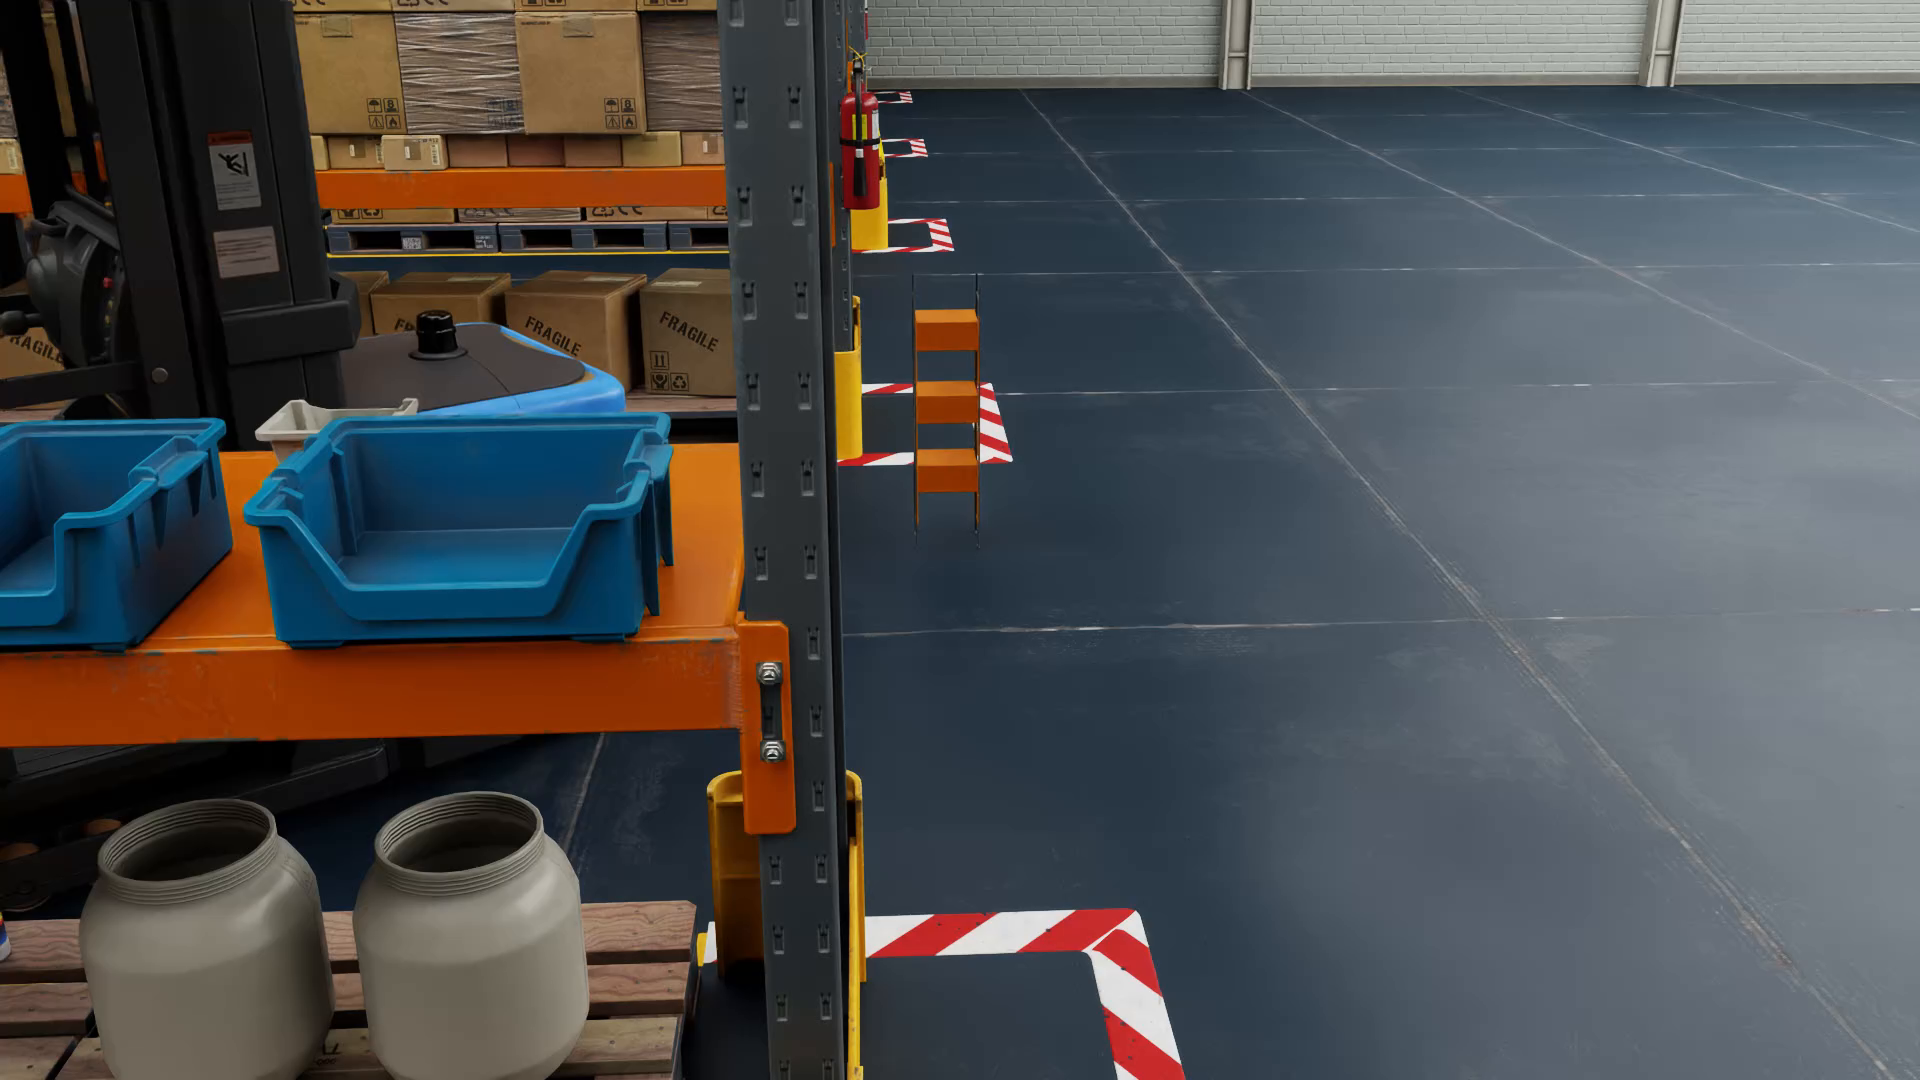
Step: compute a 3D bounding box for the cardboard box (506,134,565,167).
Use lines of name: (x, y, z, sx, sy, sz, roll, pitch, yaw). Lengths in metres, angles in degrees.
cardboard box: (-1.849, -1.761, 7.384, 0.250, 0.149, 0.380, -1, 21, -3)

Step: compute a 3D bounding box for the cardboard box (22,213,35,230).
cardboard box: (-6.331, -2.741, 12.175, 0.750, 0.750, 1.050, -1, 21, -3)

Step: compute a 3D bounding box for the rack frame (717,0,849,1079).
rack frame: (-0.294, -0.216, 2.974, 0.127, 3.000, 1.000, -1, 21, -3)

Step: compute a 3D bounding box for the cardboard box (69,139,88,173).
cardboard box: (-3.840, -1.690, 7.197, 0.250, 0.149, 0.380, -1, 21, -3)

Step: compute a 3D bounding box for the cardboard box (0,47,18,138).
cardboard box: (-4.118, -2.068, 7.277, 0.500, 0.500, 0.875, -1, 21, -3)

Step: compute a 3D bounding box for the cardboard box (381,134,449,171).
cardboard box: (-2.341, -1.712, 7.254, 0.250, 0.149, 0.380, -1, 21, -3)

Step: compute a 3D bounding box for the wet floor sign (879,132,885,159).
wet floor sign: (-0.892, -4.020, 16.272, 0.232, 0.644, 0.267, 6, 22, 16)

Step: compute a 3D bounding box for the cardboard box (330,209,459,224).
cardboard box: (-4.121, -2.850, 12.286, 0.875, 0.875, 0.875, -1, 21, -2)

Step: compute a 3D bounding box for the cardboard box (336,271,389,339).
cardboard box: (-2.982, -0.971, 7.880, 0.500, 0.500, 0.500, -3, 21, -8)

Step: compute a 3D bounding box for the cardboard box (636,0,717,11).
cardboard box: (-1.112, -2.530, 7.086, 0.500, 0.500, 0.500, -1, 21, -3)

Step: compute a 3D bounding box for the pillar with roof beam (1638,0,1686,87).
pillar with roof beam: (10.050, -9.084, 17.832, 0.400, 9.000, 9.100, -1, 21, -3)

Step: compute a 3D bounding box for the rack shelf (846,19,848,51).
rack shelf: (-3.140, -5.119, 16.863, 4.000, 0.370, 1.077, -1, 21, -3)

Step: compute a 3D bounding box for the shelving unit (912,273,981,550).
shelving unit: (-0.053, -0.490, 6.431, 0.252, 1.050, 0.215, -1, 21, -3)

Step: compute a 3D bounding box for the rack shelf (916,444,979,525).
rack shelf: (-0.053, -0.220, 6.534, 0.240, 0.259, 0.215, -1, 21, -3)

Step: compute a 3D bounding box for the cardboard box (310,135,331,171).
cardboard box: (-2.842, -1.710, 7.250, 0.250, 0.149, 0.380, -1, 21, -3)

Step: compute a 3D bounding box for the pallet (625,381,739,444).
pallet: (-1.466, -0.667, 8.077, 1.213, 0.211, 1.003, -1, 21, -3)

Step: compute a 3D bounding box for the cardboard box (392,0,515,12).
cardboard box: (-2.110, -2.508, 7.030, 0.500, 0.500, 0.500, -1, 21, -3)

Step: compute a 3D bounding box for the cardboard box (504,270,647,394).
cardboard box: (-1.796, -0.973, 7.883, 0.500, 0.500, 0.500, 4, 21, 11)

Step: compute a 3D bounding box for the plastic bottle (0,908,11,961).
plastic bottle: (-2.122, 0.779, 3.575, 0.097, 0.271, 0.097, 0, 21, 0)

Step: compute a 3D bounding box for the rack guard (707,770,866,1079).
rack guard: (-0.368, 0.970, 3.370, 0.348, 0.500, 1.175, -1, 21, -3)

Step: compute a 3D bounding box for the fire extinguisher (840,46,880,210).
fire extinguisher: (-0.436, -1.778, 7.185, 0.183, 0.674, 0.296, -1, 21, -3)

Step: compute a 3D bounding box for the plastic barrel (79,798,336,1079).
plastic barrel: (-1.447, 0.801, 3.208, 0.421, 0.512, 0.421, 0, 21, 0)

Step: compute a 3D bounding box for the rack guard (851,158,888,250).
rack guard: (-0.735, -2.572, 12.674, 0.348, 0.500, 1.175, -1, 21, -3)

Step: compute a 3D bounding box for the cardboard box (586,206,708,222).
cardboard box: (-2.311, -2.887, 12.385, 0.875, 0.875, 0.875, -1, 21, -4)

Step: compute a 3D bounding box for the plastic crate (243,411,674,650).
plastic crate: (-0.777, -0.030, 2.694, 0.616, 0.251, 0.499, -1, 21, -3)

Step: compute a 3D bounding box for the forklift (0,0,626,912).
forklift: (-2.442, -0.650, 4.208, 3.031, 2.935, 1.130, -15, 26, -35)

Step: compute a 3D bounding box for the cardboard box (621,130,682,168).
cardboard box: (-1.346, -1.751, 7.358, 0.250, 0.149, 0.380, -1, 21, -3)

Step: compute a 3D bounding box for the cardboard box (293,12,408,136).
cardboard box: (-2.622, -2.107, 7.380, 0.500, 0.500, 0.875, -1, 21, -3)

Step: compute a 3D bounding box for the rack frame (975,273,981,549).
rack frame: (0.068, -0.492, 6.438, 0.008, 1.050, 0.200, -1, 21, -3)

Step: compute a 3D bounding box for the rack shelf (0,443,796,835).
rack shelf: (-2.291, 0.160, 2.995, 4.000, 0.370, 1.077, -1, 21, -3)

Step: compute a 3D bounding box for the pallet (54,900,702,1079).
pallet: (-1.179, 1.120, 3.384, 1.213, 0.211, 1.003, -1, 21, -3)

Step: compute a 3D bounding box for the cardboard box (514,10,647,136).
cardboard box: (-1.620, -2.107, 7.382, 0.500, 0.500, 0.875, -1, 21, -3)

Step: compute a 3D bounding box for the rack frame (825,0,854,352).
rack frame: (-0.577, -1.976, 7.595, 0.127, 3.000, 1.000, -1, 21, -3)

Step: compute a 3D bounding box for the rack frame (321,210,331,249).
rack frame: (-4.753, -3.659, 12.015, 0.127, 3.000, 1.000, -1, 21, -3)

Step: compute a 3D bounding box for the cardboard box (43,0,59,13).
cardboard box: (-3.608, -2.477, 6.948, 0.500, 0.500, 0.500, -1, 21, -3)

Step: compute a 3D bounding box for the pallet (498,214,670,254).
pallet: (-2.768, -2.369, 12.546, 1.213, 0.211, 1.003, -1, 21, -3)

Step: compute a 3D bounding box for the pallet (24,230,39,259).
pallet: (-6.740, -2.287, 12.332, 1.213, 0.211, 1.003, -1, 21, -3)
